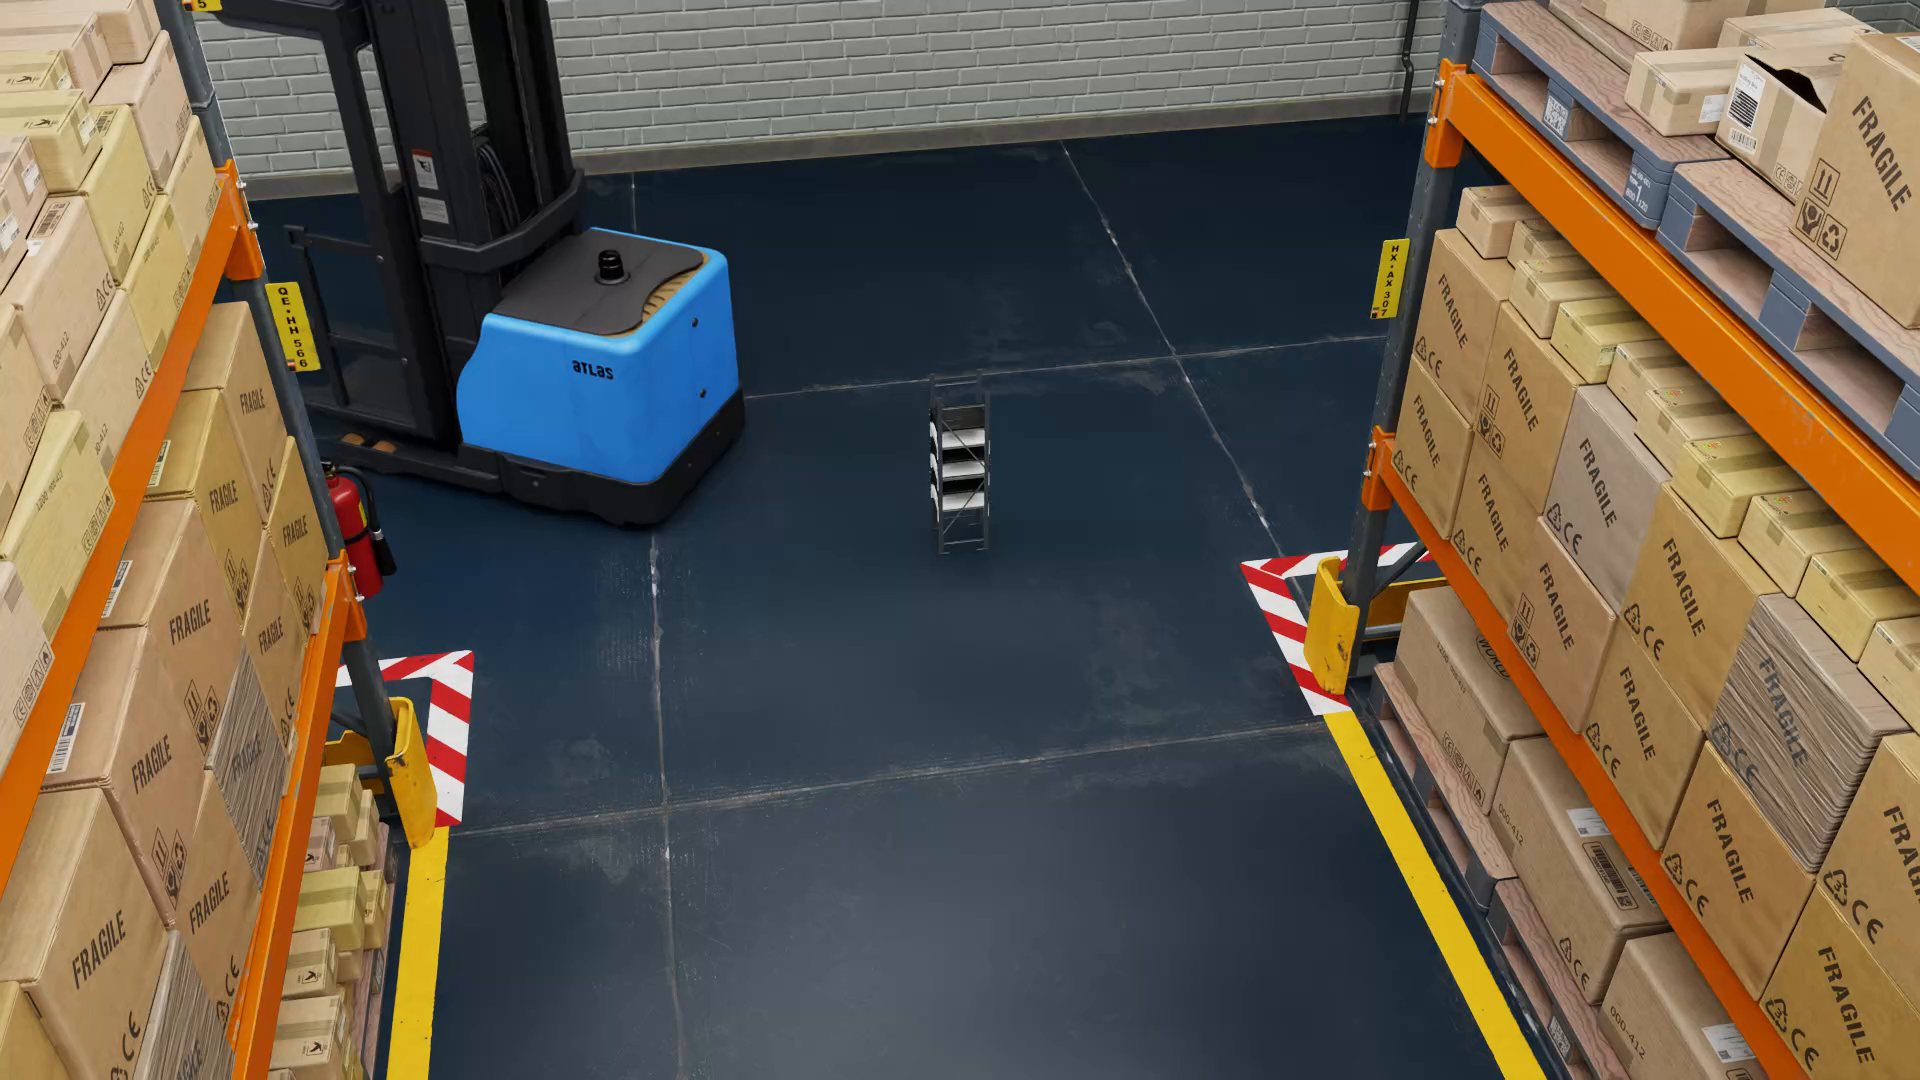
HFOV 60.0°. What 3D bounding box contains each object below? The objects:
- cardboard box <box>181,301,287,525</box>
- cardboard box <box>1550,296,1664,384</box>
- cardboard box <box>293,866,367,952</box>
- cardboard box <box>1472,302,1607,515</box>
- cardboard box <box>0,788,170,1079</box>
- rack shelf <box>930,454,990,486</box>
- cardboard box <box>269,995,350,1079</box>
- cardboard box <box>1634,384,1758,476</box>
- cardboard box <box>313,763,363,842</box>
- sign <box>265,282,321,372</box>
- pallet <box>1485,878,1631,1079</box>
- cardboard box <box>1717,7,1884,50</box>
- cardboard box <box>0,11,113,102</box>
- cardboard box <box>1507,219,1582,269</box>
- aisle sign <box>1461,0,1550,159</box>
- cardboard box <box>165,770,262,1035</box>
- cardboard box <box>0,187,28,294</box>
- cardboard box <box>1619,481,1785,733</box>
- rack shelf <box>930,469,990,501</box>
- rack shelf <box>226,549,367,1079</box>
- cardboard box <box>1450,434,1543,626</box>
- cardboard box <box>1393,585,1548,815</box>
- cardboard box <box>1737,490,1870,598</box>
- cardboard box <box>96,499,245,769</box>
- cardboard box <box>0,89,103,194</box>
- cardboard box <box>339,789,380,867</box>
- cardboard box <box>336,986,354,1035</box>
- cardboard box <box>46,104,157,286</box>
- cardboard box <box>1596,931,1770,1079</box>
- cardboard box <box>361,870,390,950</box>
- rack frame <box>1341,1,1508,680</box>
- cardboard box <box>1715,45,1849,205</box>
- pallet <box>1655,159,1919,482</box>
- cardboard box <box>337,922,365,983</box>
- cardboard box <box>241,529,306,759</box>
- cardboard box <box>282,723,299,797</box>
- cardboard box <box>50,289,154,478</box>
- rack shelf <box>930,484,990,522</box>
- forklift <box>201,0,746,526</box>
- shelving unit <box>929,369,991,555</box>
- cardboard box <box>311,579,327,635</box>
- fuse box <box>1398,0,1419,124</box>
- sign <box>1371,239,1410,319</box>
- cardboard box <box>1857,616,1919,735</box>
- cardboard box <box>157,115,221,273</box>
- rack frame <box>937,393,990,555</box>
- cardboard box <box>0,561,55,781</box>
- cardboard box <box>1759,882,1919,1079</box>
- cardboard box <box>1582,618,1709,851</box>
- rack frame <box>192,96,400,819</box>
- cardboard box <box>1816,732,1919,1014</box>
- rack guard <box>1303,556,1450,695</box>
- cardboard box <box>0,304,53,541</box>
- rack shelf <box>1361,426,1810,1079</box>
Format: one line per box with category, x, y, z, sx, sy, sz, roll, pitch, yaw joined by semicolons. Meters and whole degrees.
cardboard box;-2.384;-0.360;5.030;0.500;0.500;0.500;-7;38;-9
cardboard box;2.049;-0.621;5.079;0.380;0.149;0.250;-7;38;-9
cardboard box;-2.209;1.260;5.579;0.380;0.149;0.250;-7;38;-9
cardboard box;2.047;-0.454;5.393;0.500;0.500;0.500;-7;38;-9
cardboard box;-2.011;0.888;3.423;0.500;0.500;0.500;-6;38;-7
rack shelf;-0.001;-0.334;7.901;0.258;0.077;0.200;-6;38;-8
cardboard box;-2.124;1.580;5.168;0.380;0.149;0.250;-5;38;-6
cardboard box;2.149;-0.313;4.682;0.380;0.149;0.250;-6;38;-8
cardboard box;-2.367;0.959;5.967;0.380;0.149;0.250;-6;38;-7
sign;-2.160;-0.688;5.389;0.100;0.325;0.005;-6;38;-8
pallet;2.574;1.659;5.842;1.003;0.211;1.213;-6;38;-8
cardboard box;2.466;-1.435;4.889;0.380;0.149;0.250;-9;39;-11
cardboard box;-2.394;-1.212;4.210;0.380;0.149;0.250;-6;38;-7
cardboard box;2.052;-0.947;5.499;0.380;0.149;0.250;-5;38;-7
aisle sign;1.848;-1.690;5.762;0.394;0.787;0.004;-6;38;-8
cardboard box;-2.116;0.948;4.161;0.500;0.500;0.500;-4;38;-6
cardboard box;-2.168;-0.592;3.412;0.380;0.149;0.250;-5;38;-7
cardboard box;2.234;0.157;4.606;0.500;0.500;0.500;-6;38;-8
rack shelf;-0.001;-0.263;7.956;0.258;0.077;0.200;-6;38;-8
rack shelf;-2.359;1.434;4.446;1.077;0.370;4.000;-6;38;-8
cardboard box;2.064;-0.068;5.711;0.500;0.500;0.500;-7;38;-9
cardboard box;2.360;0.582;6.702;0.875;0.438;0.875;-7;38;-9
cardboard box;2.260;-0.004;4.284;0.380;0.149;0.250;-6;38;-8
cardboard box;-2.195;0.259;4.233;0.500;0.500;0.500;-4;38;-6
cardboard box;-2.216;-0.907;3.817;0.380;0.149;0.250;-6;38;-7
cardboard box;-2.336;1.072;6.063;0.380;0.149;0.250;-7;38;-9
cardboard box;-2.249;1.658;5.552;0.380;0.149;0.250;-6;38;-7
cardboard box;-2.287;-0.821;4.032;0.500;0.250;0.500;-7;38;-9
cardboard box;2.686;1.679;5.290;0.875;0.438;0.875;-7;38;-9
cardboard box;-2.267;1.342;5.959;0.380;0.149;0.250;-5;38;-7
rack frame;2.146;-0.652;6.544;1.000;3.000;0.127;-6;38;-8
cardboard box;2.359;-1.097;4.321;0.500;0.311;0.500;-6;38;-7
pallet;2.504;-0.616;4.125;1.003;0.211;1.213;-6;38;-8
cardboard box;-2.243;1.386;5.660;0.380;0.149;0.250;-8;39;-10
cardboard box;-2.292;0.340;4.943;0.500;0.500;0.500;-7;38;-9
cardboard box;-2.241;0.663;5.056;0.380;0.149;0.250;-5;38;-7
cardboard box;-2.199;-0.329;3.805;0.500;0.250;0.500;-5;38;-6
rack shelf;-0.001;-0.192;8.011;0.258;0.077;0.200;-6;38;-8
forklift;-2.709;-1.787;8.061;3.031;2.935;1.130;13;40;16
shelving unit;-0.001;-0.360;7.880;0.258;0.900;0.210;-6;38;-8
cardboard box;-2.374;0.208;5.642;0.380;0.149;0.250;-6;38;-8
fuse box;3.228;-3.684;11.497;0.539;1.711;0.414;-6;38;-8
sign;1.599;-0.969;6.182;0.100;0.325;0.005;-6;38;-8
cardboard box;2.365;0.301;3.892;0.380;0.149;0.250;-7;38;-8
cardboard box;-2.369;-0.937;4.589;0.500;0.250;0.500;-7;38;-9
rack frame;0.016;-0.299;7.801;0.240;0.900;0.006;-6;38;-8
cardboard box;-1.998;0.306;2.988;0.500;0.250;0.500;-5;38;-6
cardboard box;2.419;1.162;4.128;0.500;0.500;0.500;-7;38;-9
cardboard box;2.240;0.542;4.926;0.500;0.500;0.500;-5;38;-6
rack frame;-2.709;-0.058;5.780;1.000;3.000;0.127;-6;38;-8
cardboard box;2.412;0.767;3.821;0.500;0.500;0.500;-7;38;-9
rack guard;2.142;0.321;7.329;1.175;0.500;0.348;-6;38;-8
cardboard box;-2.123;-0.206;3.239;0.500;0.250;0.500;-8;39;-10
rack shelf;2.497;0.841;5.209;1.077;0.370;4.000;-6;38;-8
